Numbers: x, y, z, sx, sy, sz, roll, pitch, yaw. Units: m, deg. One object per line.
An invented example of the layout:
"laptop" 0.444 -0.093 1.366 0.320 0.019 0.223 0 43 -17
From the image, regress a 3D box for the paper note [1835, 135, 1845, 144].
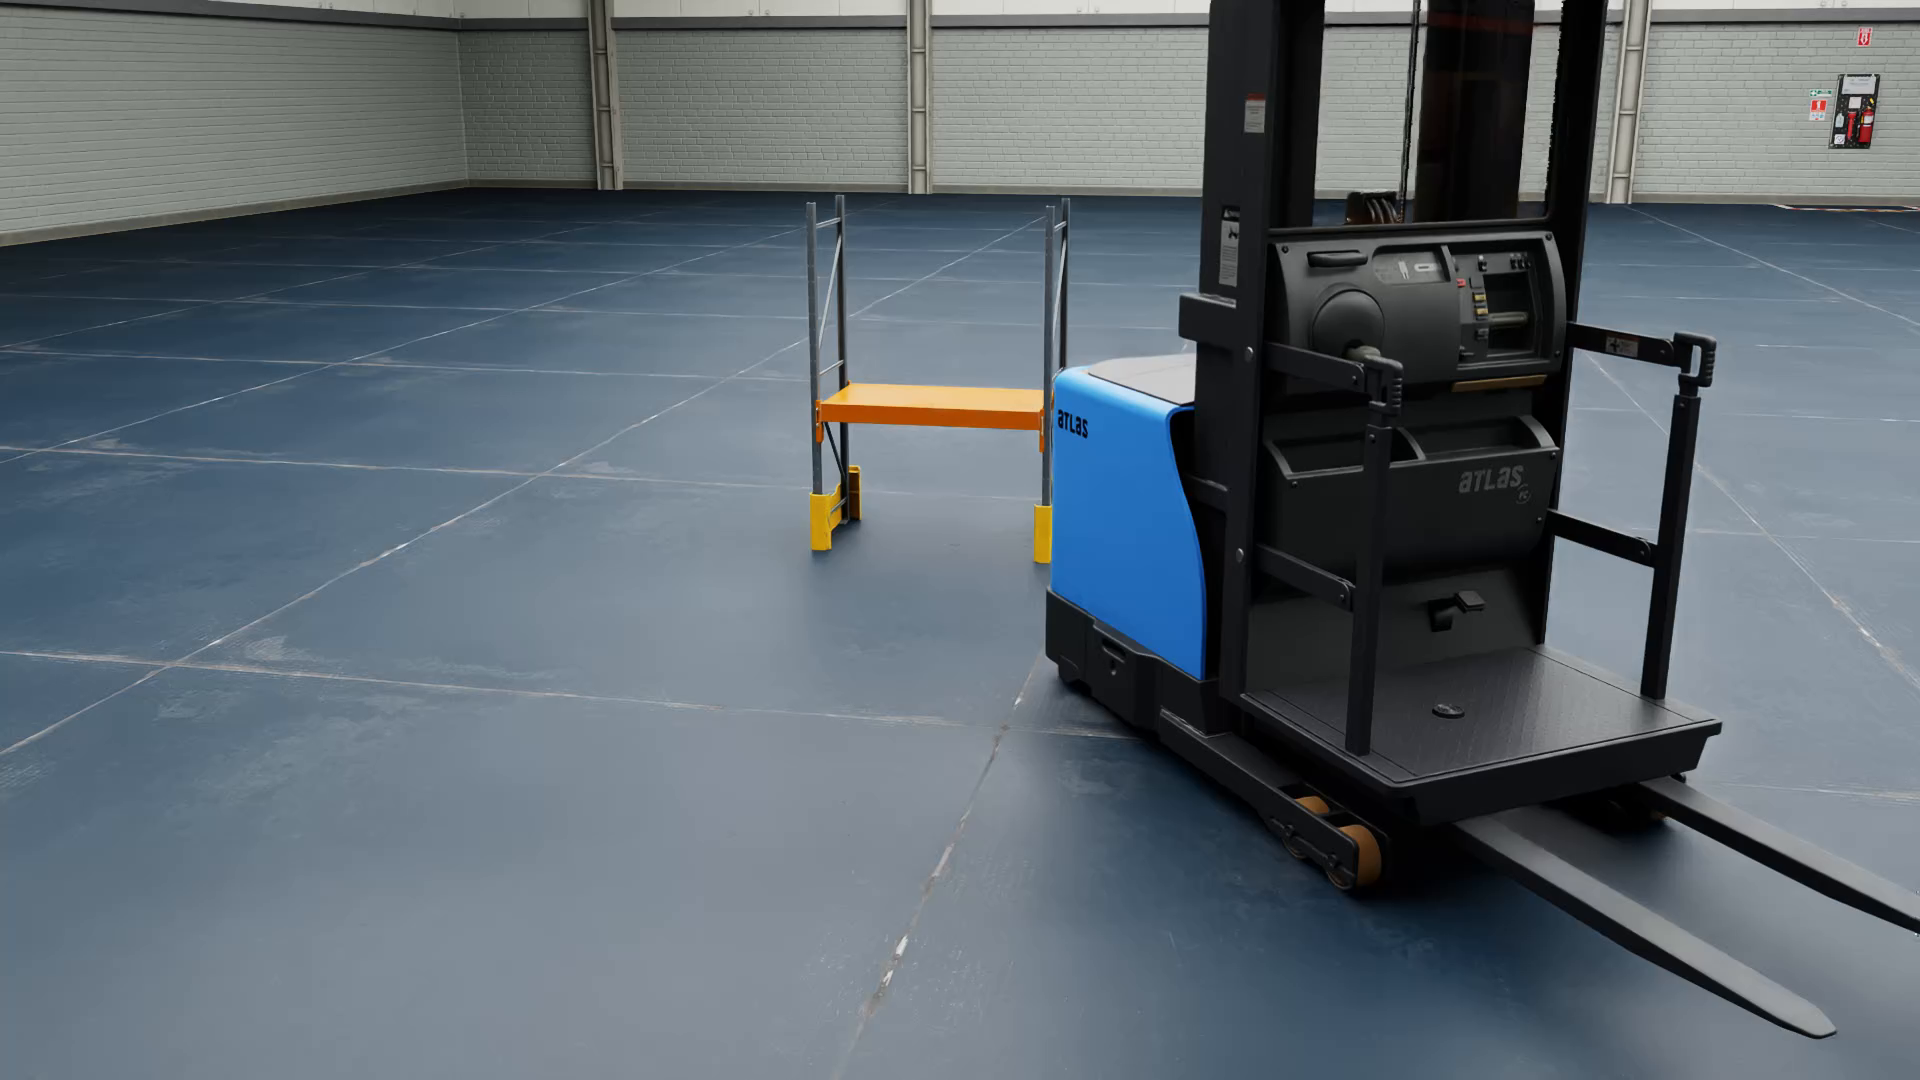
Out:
"paper note" 14.349 -6.537 27.122 0.142 0.148 0.016 3 16 11

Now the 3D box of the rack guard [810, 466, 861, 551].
"rack guard" -0.563 -0.151 7.569 0.087 0.250 0.587 3 16 11

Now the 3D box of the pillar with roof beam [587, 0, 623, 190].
"pillar with roof beam" -7.454 -9.834 26.137 0.400 9.000 9.100 3 16 11

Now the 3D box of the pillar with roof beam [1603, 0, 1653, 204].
"pillar with roof beam" 10.185 -8.877 22.680 0.400 9.000 9.100 3 16 11

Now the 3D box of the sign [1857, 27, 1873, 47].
"sign" 14.520 -8.078 26.691 0.199 0.298 0.001 3 16 11

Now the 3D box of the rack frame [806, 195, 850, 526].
"rack frame" -0.582 -0.754 7.406 0.032 1.500 0.500 3 16 11

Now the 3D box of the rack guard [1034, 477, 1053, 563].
"rack guard" 0.413 -0.098 7.378 0.087 0.250 0.587 3 16 11

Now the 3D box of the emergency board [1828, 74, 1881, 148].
"emergency board" 14.508 -6.934 26.905 0.643 1.169 0.194 3 16 11

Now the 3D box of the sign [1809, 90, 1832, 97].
"sign" 13.990 -7.260 27.024 0.331 0.109 0.001 3 16 11

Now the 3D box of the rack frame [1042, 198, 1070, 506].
"rack frame" 0.415 -0.700 7.211 0.032 1.500 0.500 3 16 11

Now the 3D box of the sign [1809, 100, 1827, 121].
"sign" 13.987 -7.008 27.104 0.234 0.329 0.001 3 16 11

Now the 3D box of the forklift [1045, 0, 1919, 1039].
"forklift" 1.350 -0.646 4.334 1.130 2.935 3.031 -7 17 -23

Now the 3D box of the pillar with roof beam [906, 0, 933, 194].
"pillar with roof beam" -1.575 -9.515 24.985 0.400 9.000 9.100 3 16 11

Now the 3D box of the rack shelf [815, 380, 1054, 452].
"rack shelf" -0.084 -0.554 7.356 1.000 0.185 0.538 3 16 11

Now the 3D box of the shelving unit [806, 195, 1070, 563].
"shelving unit" -0.075 -0.727 7.306 1.083 1.500 0.587 3 16 11
